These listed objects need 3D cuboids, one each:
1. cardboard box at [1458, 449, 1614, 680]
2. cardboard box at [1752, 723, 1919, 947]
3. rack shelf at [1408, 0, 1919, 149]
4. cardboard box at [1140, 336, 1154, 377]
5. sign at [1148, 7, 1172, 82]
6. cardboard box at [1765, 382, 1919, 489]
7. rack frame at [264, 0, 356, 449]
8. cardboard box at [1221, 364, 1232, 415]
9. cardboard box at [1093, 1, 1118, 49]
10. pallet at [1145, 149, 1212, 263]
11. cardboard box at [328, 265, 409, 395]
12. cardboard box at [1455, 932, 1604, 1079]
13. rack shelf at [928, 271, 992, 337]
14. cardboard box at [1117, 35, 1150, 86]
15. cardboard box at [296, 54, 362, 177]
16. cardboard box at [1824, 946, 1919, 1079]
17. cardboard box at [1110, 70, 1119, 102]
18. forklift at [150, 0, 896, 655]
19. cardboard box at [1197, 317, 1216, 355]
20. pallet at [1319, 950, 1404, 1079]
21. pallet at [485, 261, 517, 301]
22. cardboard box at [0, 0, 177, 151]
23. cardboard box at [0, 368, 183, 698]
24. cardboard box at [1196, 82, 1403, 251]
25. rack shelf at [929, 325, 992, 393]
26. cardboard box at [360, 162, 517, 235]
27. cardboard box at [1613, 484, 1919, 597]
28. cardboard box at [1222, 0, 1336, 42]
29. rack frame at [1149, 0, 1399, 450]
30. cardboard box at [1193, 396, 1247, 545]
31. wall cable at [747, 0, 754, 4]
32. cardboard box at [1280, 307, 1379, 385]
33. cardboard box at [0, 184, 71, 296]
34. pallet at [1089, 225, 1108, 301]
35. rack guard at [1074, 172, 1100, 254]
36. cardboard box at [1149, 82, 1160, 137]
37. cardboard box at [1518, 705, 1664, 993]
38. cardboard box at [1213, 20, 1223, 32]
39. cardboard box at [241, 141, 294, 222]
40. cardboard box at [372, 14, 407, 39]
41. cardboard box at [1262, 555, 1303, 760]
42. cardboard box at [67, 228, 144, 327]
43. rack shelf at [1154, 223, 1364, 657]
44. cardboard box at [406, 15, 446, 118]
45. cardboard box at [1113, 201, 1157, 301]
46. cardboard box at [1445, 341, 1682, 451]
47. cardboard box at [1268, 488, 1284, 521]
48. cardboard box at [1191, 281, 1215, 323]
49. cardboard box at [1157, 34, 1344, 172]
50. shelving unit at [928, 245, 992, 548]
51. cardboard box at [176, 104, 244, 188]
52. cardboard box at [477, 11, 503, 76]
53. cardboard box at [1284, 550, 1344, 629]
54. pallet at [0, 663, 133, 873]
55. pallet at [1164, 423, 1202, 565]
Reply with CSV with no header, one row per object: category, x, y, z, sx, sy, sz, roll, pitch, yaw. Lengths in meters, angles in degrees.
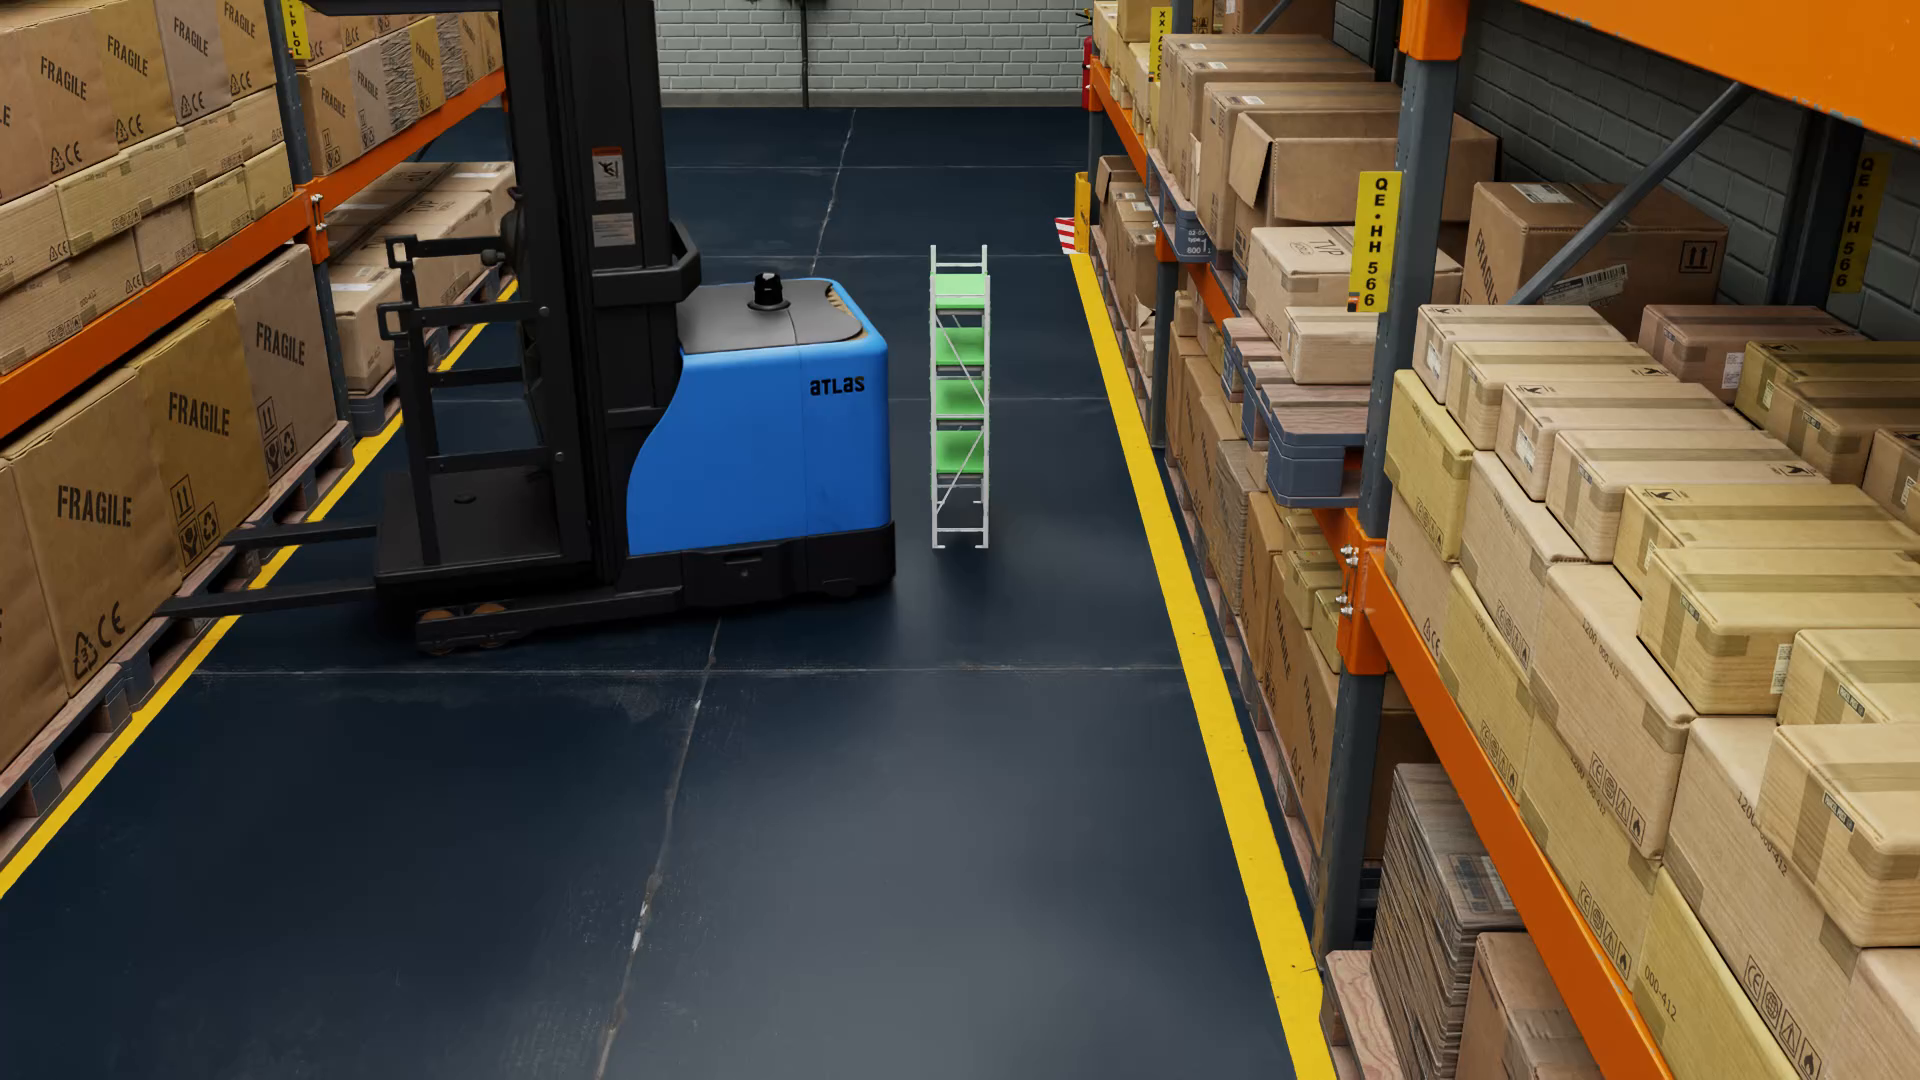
cardboard box,1.257,0.038,3.102,0.500,0.250,0.500,0,24,1
cardboard box,1.186,0.339,1.952,0.380,0.149,0.250,-1,24,-2
rack shelf,1.514,-0.408,1.745,1.077,0.370,4.000,0,24,-1
cardboard box,1.149,-0.962,8.687,0.380,0.149,0.250,-1,24,-2
sign,0.906,-2.230,7.491,0.100,0.325,0.005,0,24,-1
cardboard box,1.754,-0.187,3.115,0.380,0.149,0.250,0,24,-1
rack frame,-3.515,-1.818,7.629,1.000,3.000,0.127,0,24,-1
cardboard box,1.263,-0.605,6.684,0.380,0.149,0.250,0,24,-1
cardboard box,1.140,-3.369,10.879,0.500,0.250,0.500,0,24,0
pallet,1.348,-1.424,6.992,1.003,0.211,1.213,0,24,-1
cardboard box,-3.415,-1.101,8.643,0.875,0.438,0.875,-1,24,-1
cardboard box,1.500,1.224,3.276,0.875,0.625,0.625,1,24,1
rack shelf,-0.002,-0.994,6.982,0.258,0.148,0.480,0,24,-1
cardboard box,1.182,-2.741,9.493,0.500,0.250,0.500,-1,24,-2
cardboard box,-3.258,-2.058,8.038,0.500,0.500,0.500,1,24,1
cardboard box,1.262,0.672,1.700,0.500,0.250,0.500,0,24,0
cardboard box,1.098,-2.707,9.901,0.380,0.149,0.250,-1,24,-2
forklift,-1.838,-1.143,6.221,3.031,2.935,1.130,-7,25,-14
cardboard box,1.266,-0.927,7.395,0.380,0.149,0.250,-1,24,-2
pallet,1.462,1.417,3.861,1.003,0.211,1.213,0,24,-1
pallet,-3.472,-1.866,11.120,1.003,0.211,1.213,0,24,-1
cardboard box,-3.260,-1.714,6.064,0.500,0.500,0.500,0,24,1
cardboard box,-3.401,-0.045,5.779,0.875,0.875,0.875,0,24,0
cardboard box,1.244,-1.341,5.945,0.700,0.500,0.500,0,24,-1
rack shelf,-0.002,-0.775,7.081,0.258,0.148,0.480,0,24,-1
cardboard box,-3.452,-2.218,11.114,0.875,0.438,0.875,-1,24,-2
cardboard box,1.282,0.025,2.646,0.380,0.149,0.250,0,24,0
cardboard box,1.698,-2.865,8.856,0.500,0.500,0.500,-1,24,-2
rack frame,1.448,-1.841,7.682,1.000,3.000,0.127,0,24,-1
cardboard box,1.245,-0.268,6.727,0.500,0.500,0.500,-1,24,-2
wall cable,-2.226,-6.263,16.226,0.588,1.984,0.122,0,24,-1
cardboard box,1.101,-0.539,4.597,0.380,0.149,0.250,0,24,0
cardboard box,-3.228,-0.957,5.302,0.500,0.250,0.500,0,24,-1
pallet,1.415,-1.859,11.105,1.003,0.211,1.213,0,24,-1
rack guard,1.405,-2.319,11.772,1.175,0.500,0.348,0,24,-1
cardboard box,1.199,-2.117,8.113,0.500,0.250,0.500,0,24,1
cardboard box,1.266,0.479,2.734,0.500,0.250,0.500,-1,24,-2
cardboard box,1.680,-2.952,9.958,0.500,0.250,0.500,1,24,1
cardboard box,-3.258,-1.566,7.254,0.500,0.250,0.500,-1,24,-2
cardboard box,-3.272,-2.935,8.766,0.500,0.500,0.500,0,24,0
cardboard box,1.277,0.375,5.305,0.500,0.500,0.500,-1,24,-1
cardboard box,-3.257,-0.935,5.859,0.500,0.250,0.500,0,24,-1
rack shelf,1.470,-0.690,6.008,1.077,0.370,4.000,0,24,-1
cardboard box,-3.264,-2.682,9.419,0.500,0.500,0.500,0,24,1
cardboard box,1.193,-1.719,9.934,0.500,0.500,0.500,0,24,0
cardboard box,1.205,-0.292,3.346,0.380,0.149,0.250,0,24,1
cardboard box,1.280,-0.176,5.736,0.380,0.149,0.250,-1,24,-1
cardboard box,1.237,-1.069,7.349,0.380,0.149,0.250,-1,24,-3
cardboard box,1.230,-1.878,7.131,0.700,0.500,0.500,0,24,1
shelving unit,-0.002,-0.615,7.154,0.258,1.200,0.503,0,24,-1
cardboard box,-3.254,-1.591,6.702,0.500,0.250,0.500,0,24,1
cardboard box,-3.289,-3.314,10.816,0.500,0.500,0.500,0,24,0
cardboard box,1.199,0.144,5.028,0.380,0.149,0.250,-1,24,-3
pallet,-3.405,0.776,5.278,1.003,0.211,1.213,0,24,-1
pallet,1.495,-0.236,7.516,1.003,0.211,1.213,0,24,-1
